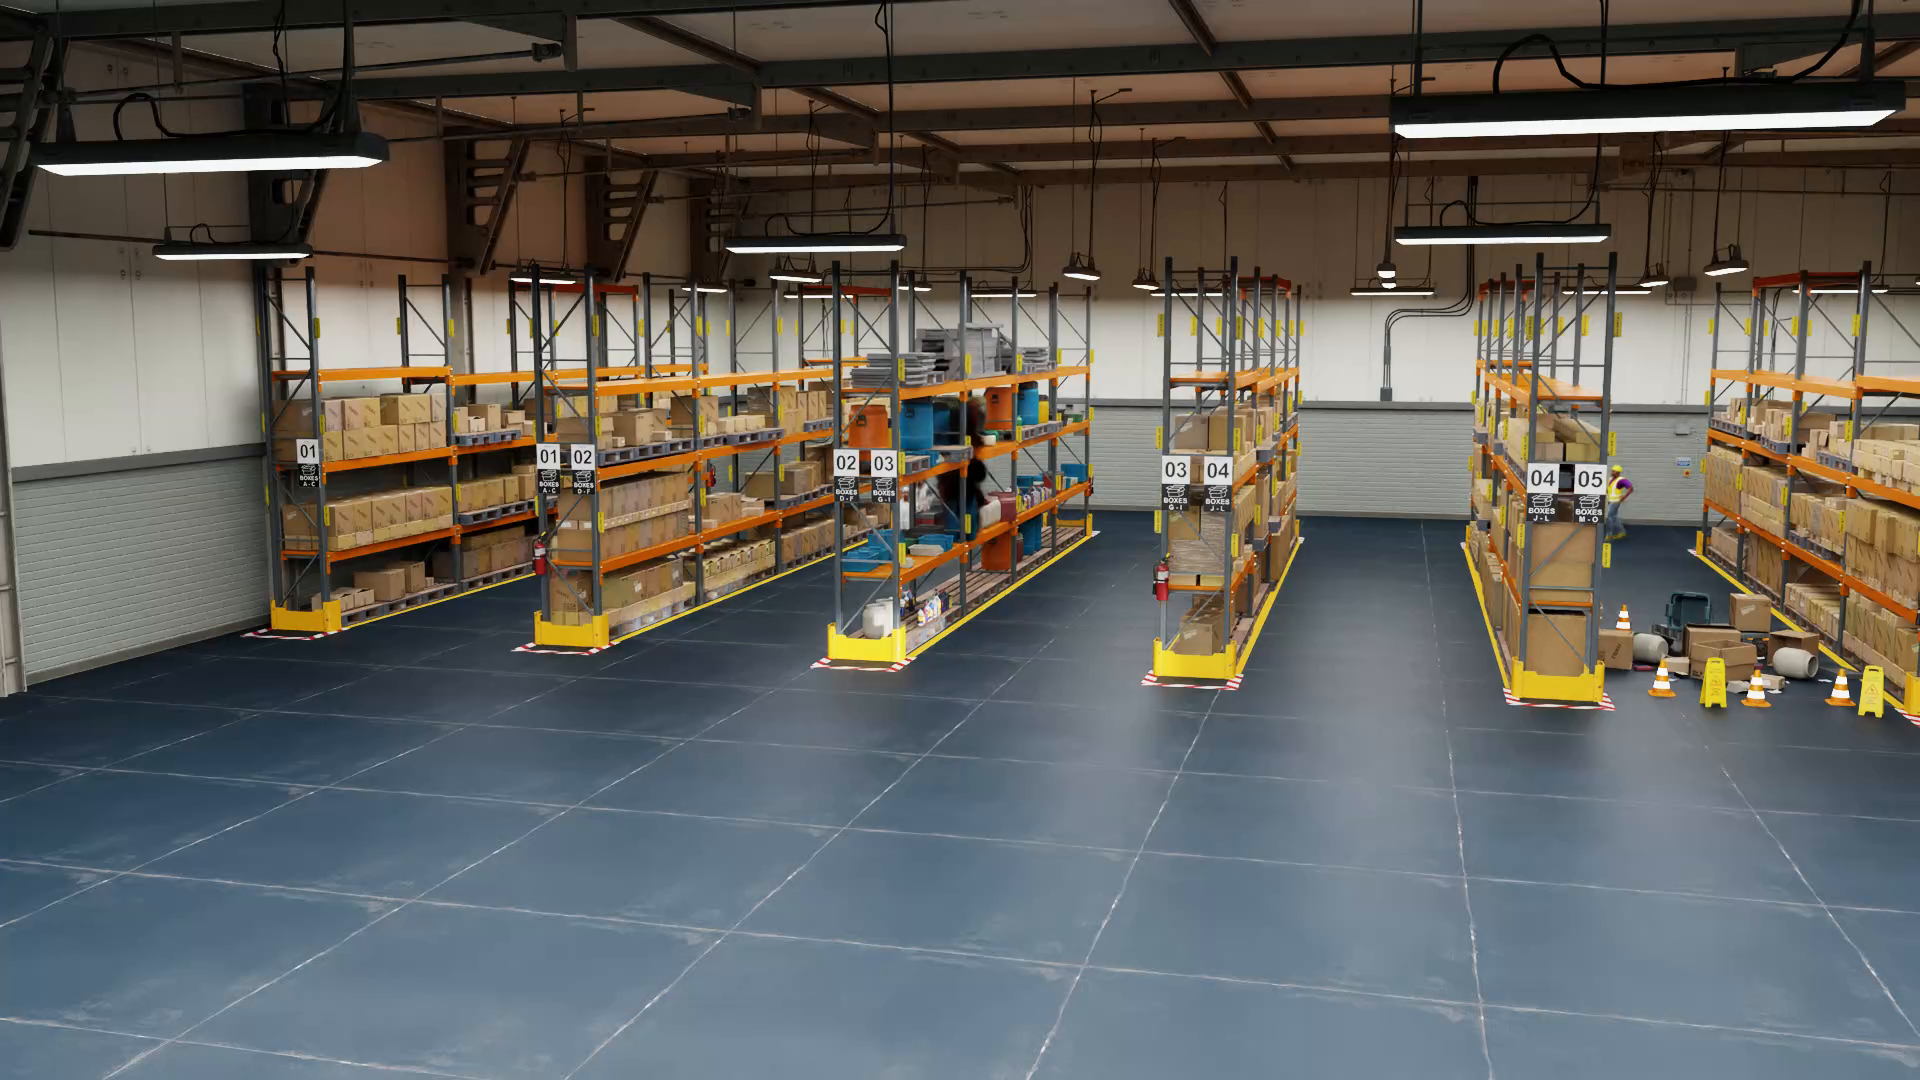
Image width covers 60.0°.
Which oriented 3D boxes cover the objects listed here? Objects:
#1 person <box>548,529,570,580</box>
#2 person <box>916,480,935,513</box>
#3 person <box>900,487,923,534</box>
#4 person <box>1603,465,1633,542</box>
[{"bbox_3d":[-7.067,0.460,29.501,0.577,1.620,0.566,2,7,14],"label":"person"},{"bbox_3d":[-0.897,-0.713,38.320,0.665,1.742,0.979,2,8,15],"label":"person"},{"bbox_3d":[-1.049,-0.174,32.469,0.587,1.732,0.610,1,7,11],"label":"person"},{"bbox_3d":[15.445,-0.853,39.279,0.729,1.821,0.674,-1,7,-5],"label":"person"}]
